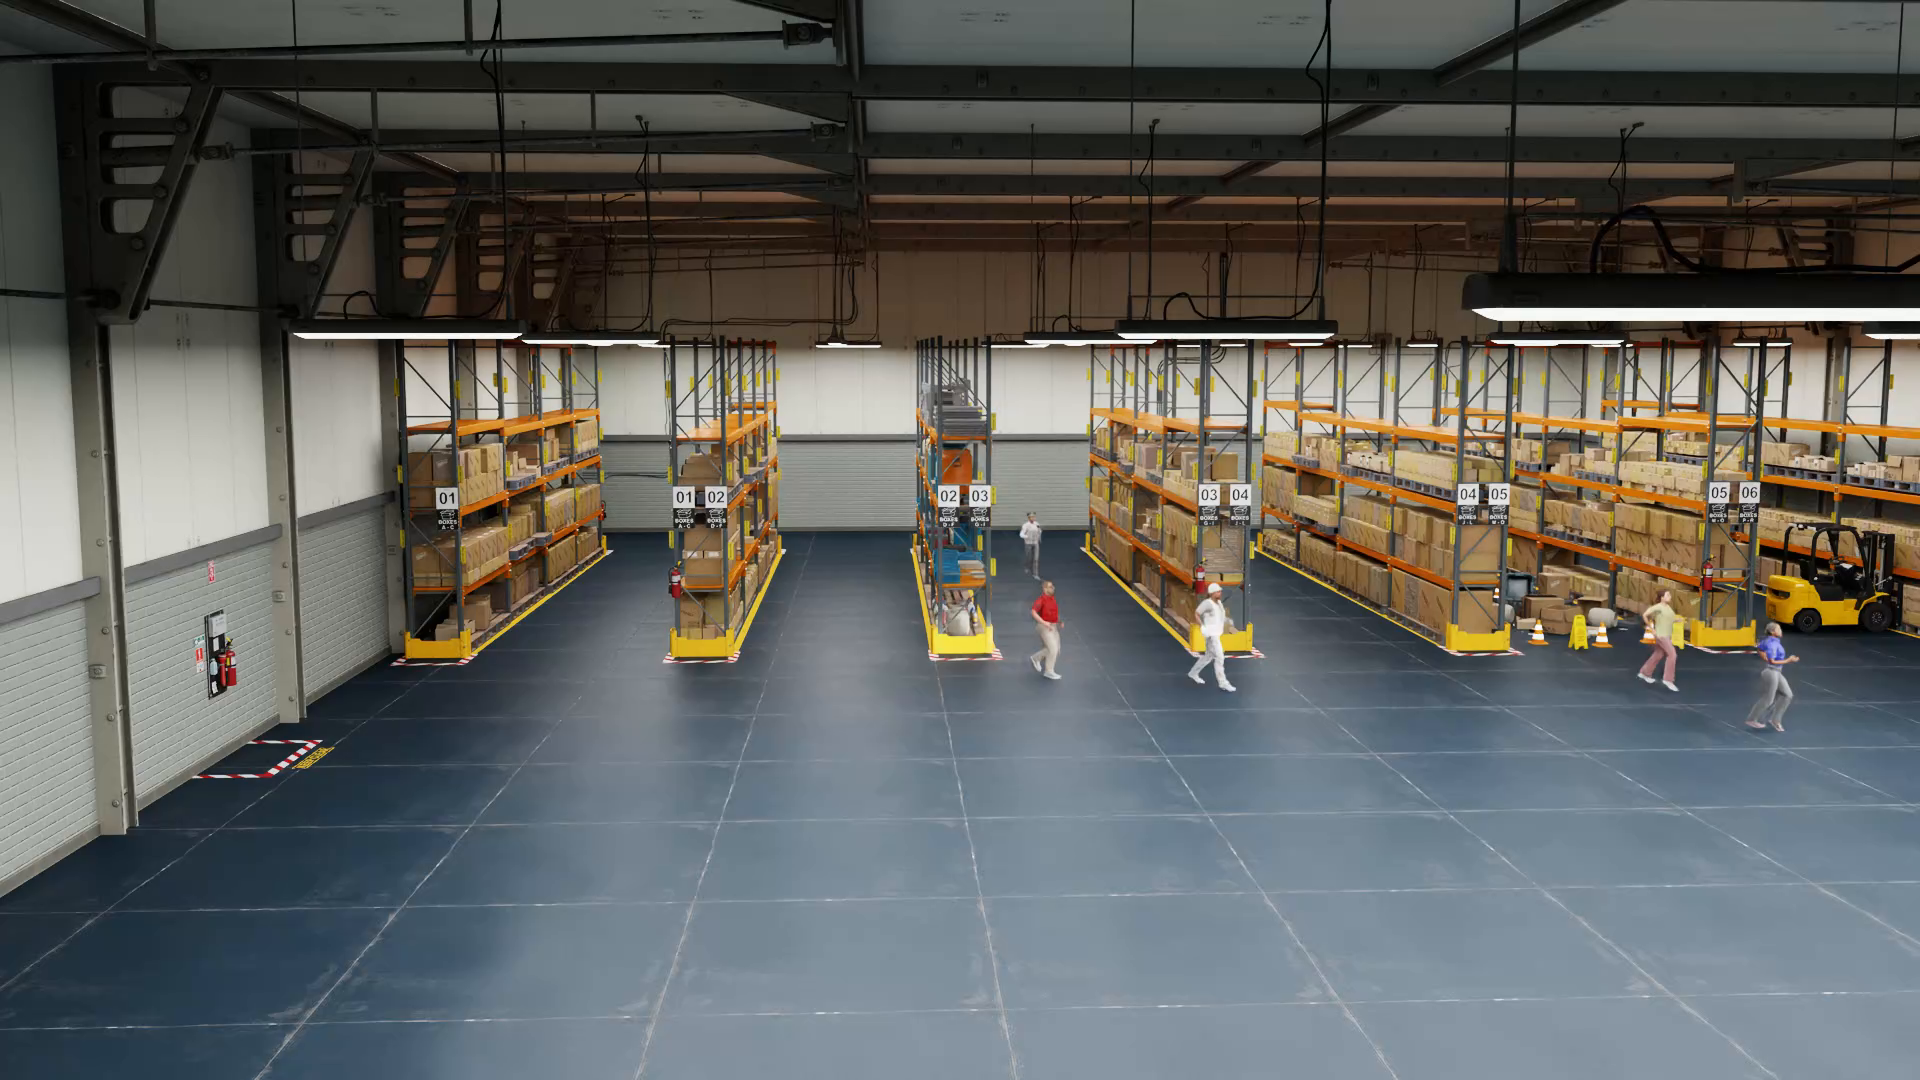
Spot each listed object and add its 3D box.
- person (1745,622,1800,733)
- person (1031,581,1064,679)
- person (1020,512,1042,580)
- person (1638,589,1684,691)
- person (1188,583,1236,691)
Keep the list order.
[{"bbox_3d":[12.224,2.085,24.994,0.693,1.690,0.554,4,8,33],"label":"person"},{"bbox_3d":[1.484,1.568,29.239,0.666,1.703,0.688,4,8,30],"label":"person"},{"bbox_3d":[1.807,0.123,41.847,0.616,1.689,0.921,-2,7,-14],"label":"person"},{"bbox_3d":[11.933,1.678,28.316,0.752,1.723,0.549,6,9,42],"label":"person"},{"bbox_3d":[4.281,1.621,28.171,0.902,1.793,0.708,3,7,26],"label":"person"}]
